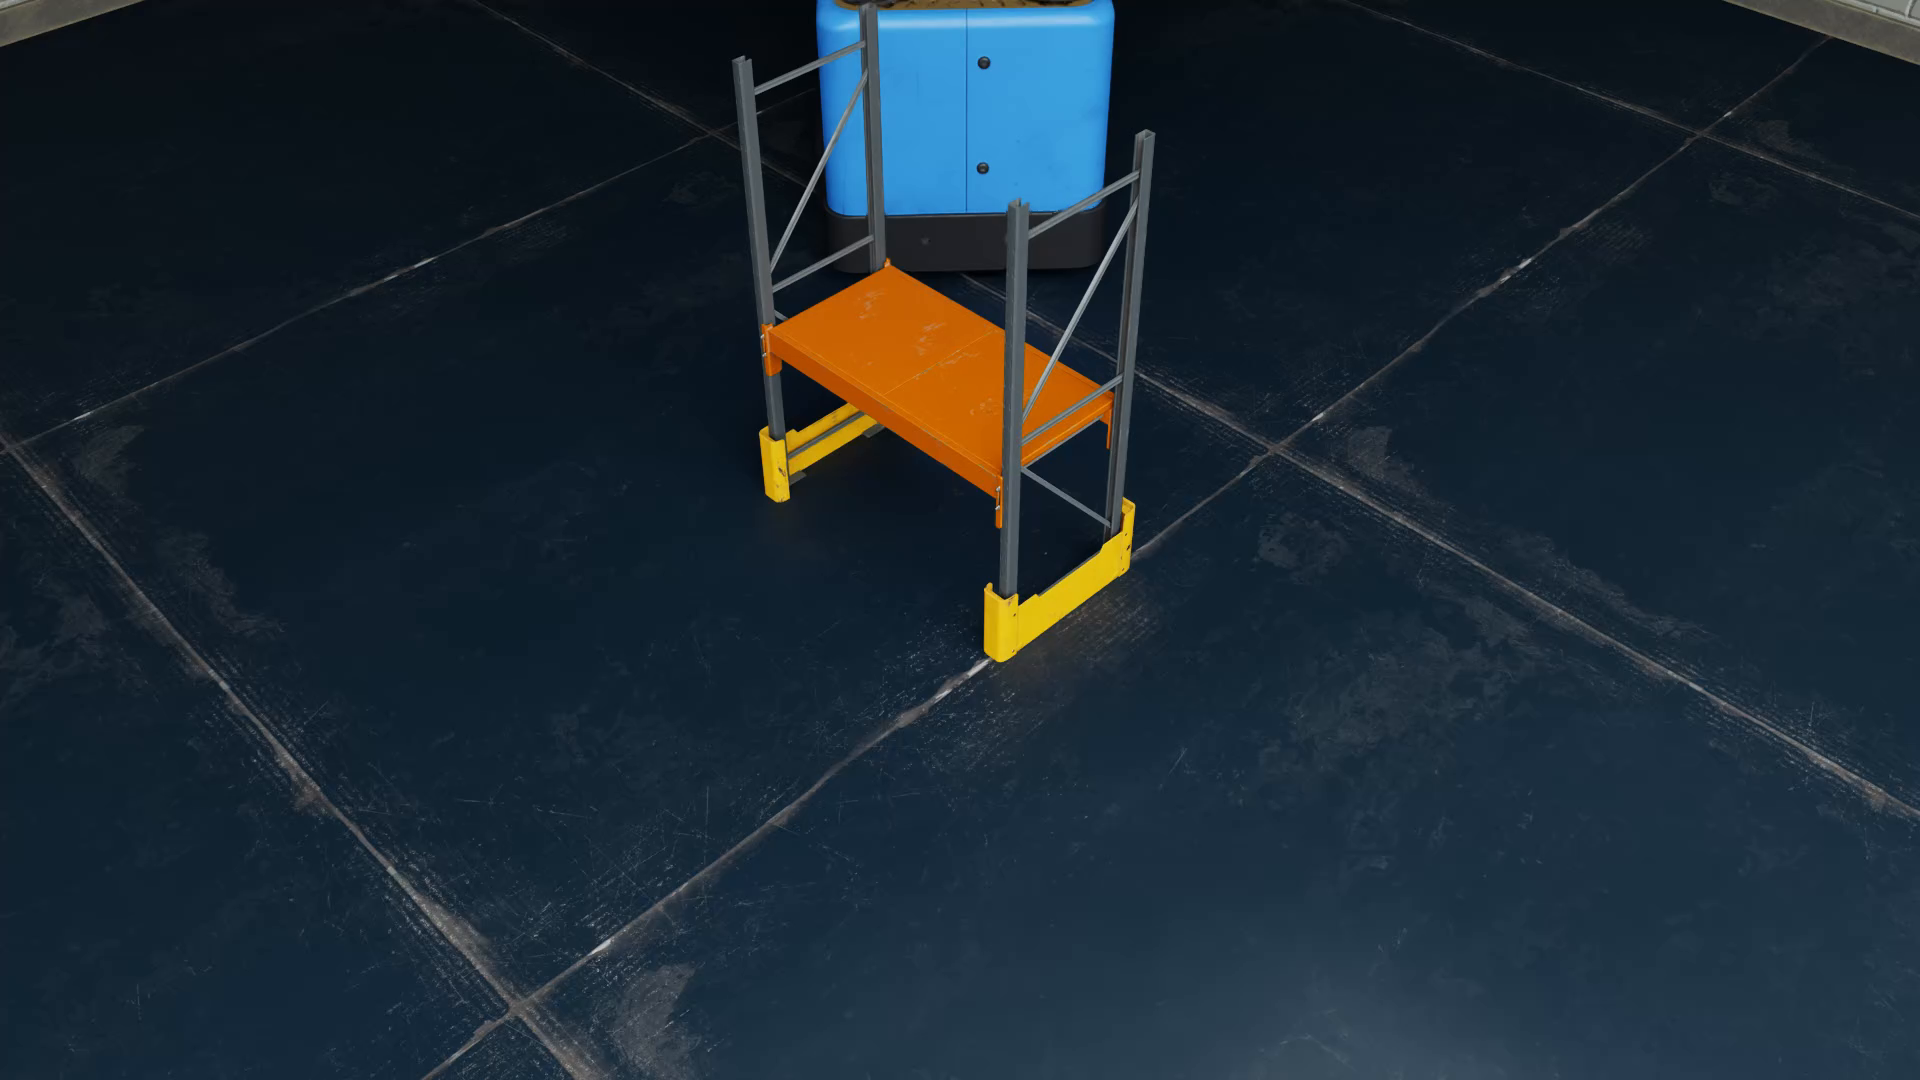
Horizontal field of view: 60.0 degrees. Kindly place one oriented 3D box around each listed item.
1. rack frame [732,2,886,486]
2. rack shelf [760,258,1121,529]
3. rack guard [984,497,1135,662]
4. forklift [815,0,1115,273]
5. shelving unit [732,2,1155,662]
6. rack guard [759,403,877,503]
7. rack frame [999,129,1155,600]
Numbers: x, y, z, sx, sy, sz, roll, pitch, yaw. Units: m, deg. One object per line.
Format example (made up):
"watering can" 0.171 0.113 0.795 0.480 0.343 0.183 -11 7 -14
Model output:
"rack frame" -0.419 -0.836 5.050 0.500 1.500 0.032 -34 53 -31
"rack shelf" -0.060 -0.460 4.907 0.538 0.185 1.000 -34 53 -31
"rack guard" 0.298 0.111 4.946 0.587 0.250 0.087 -34 53 -31
"forklift" -0.038 -3.060 6.401 1.130 2.935 3.031 -2 43 -2
"shelving unit" -0.054 -0.587 4.781 0.587 1.500 1.083 -34 53 -31
"rack guard" -0.406 -0.368 5.464 0.587 0.250 0.087 -34 53 -31
"rack frame" 0.299 -0.348 4.521 0.500 1.500 0.032 -34 53 -31
